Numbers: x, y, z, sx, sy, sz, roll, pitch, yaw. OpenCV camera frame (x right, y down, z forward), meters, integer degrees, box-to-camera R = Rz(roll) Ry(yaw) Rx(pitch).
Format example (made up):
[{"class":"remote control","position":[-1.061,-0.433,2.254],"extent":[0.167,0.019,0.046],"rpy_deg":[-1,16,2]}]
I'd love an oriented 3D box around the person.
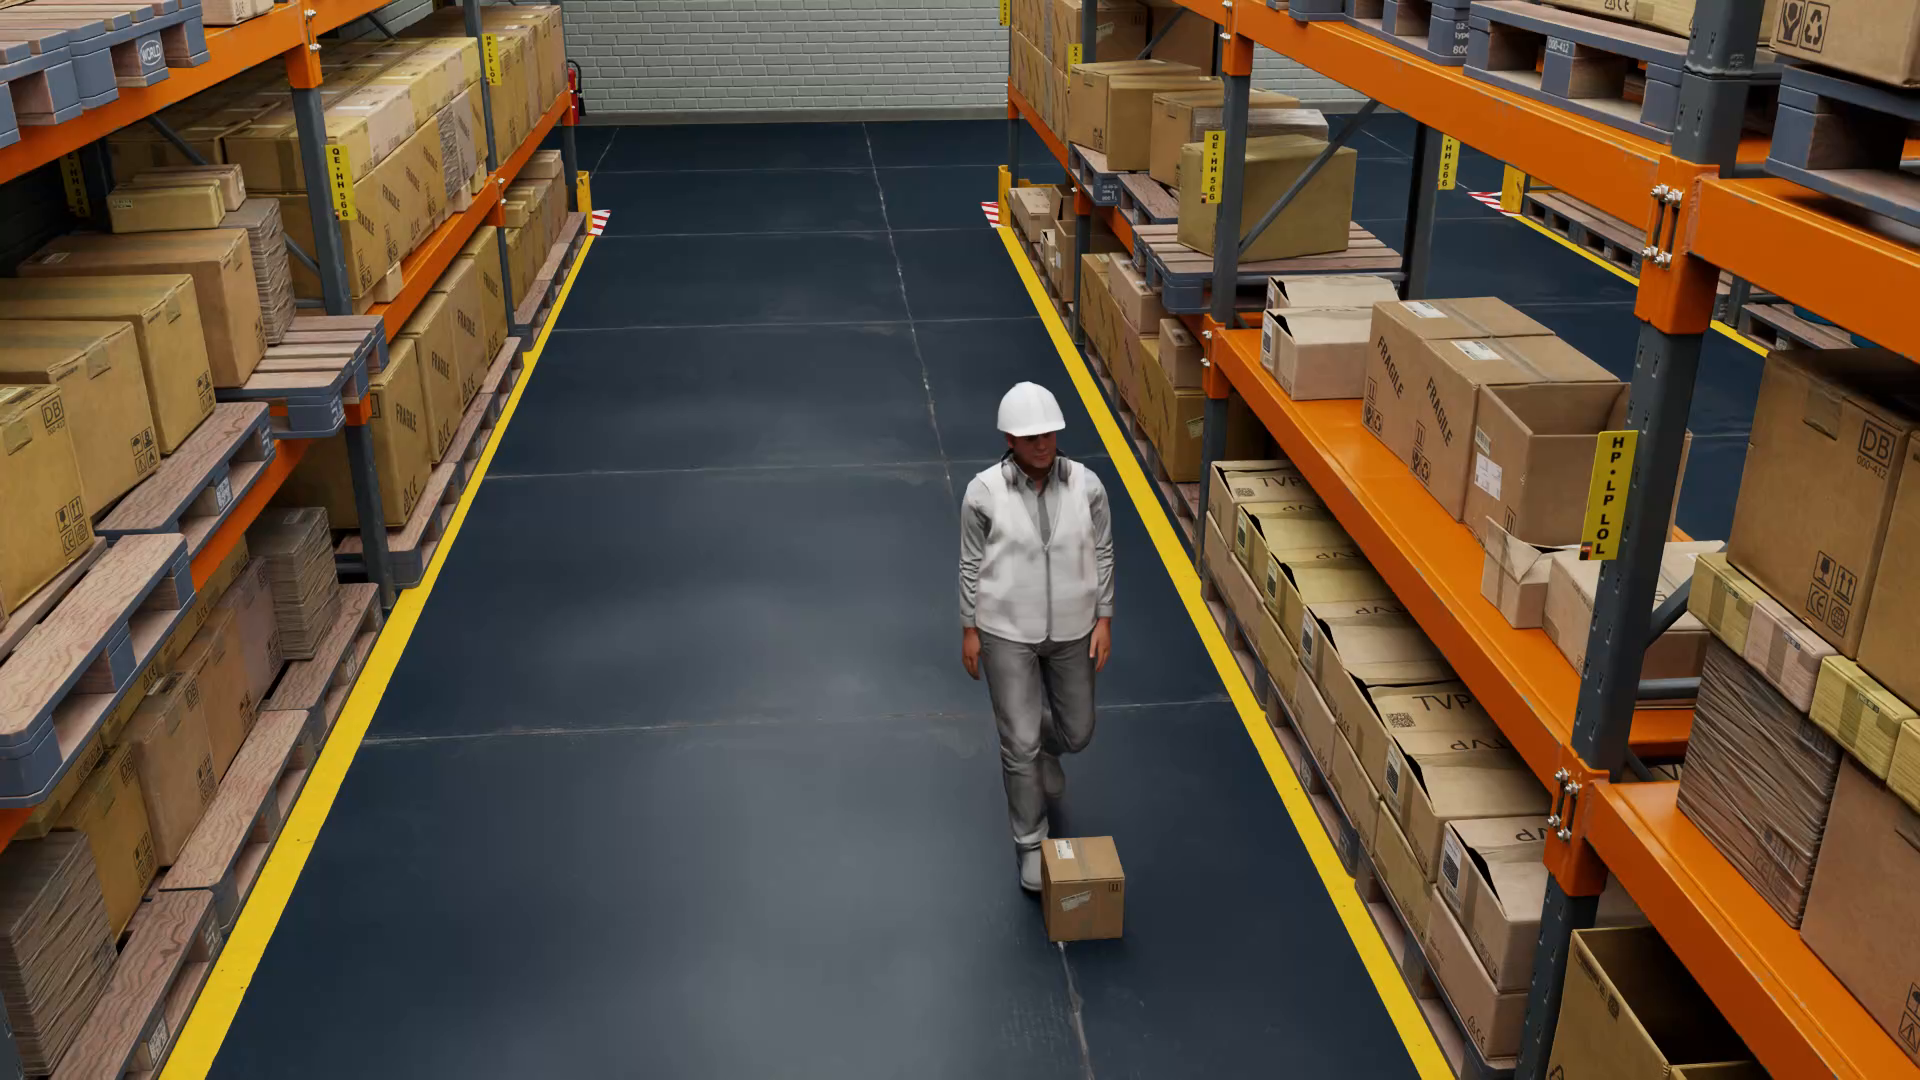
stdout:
[{"class":"person","position":[0.286,0.308,5.865],"extent":[0.549,1.748,0.826],"rpy_deg":[-5,24,-12]}]
